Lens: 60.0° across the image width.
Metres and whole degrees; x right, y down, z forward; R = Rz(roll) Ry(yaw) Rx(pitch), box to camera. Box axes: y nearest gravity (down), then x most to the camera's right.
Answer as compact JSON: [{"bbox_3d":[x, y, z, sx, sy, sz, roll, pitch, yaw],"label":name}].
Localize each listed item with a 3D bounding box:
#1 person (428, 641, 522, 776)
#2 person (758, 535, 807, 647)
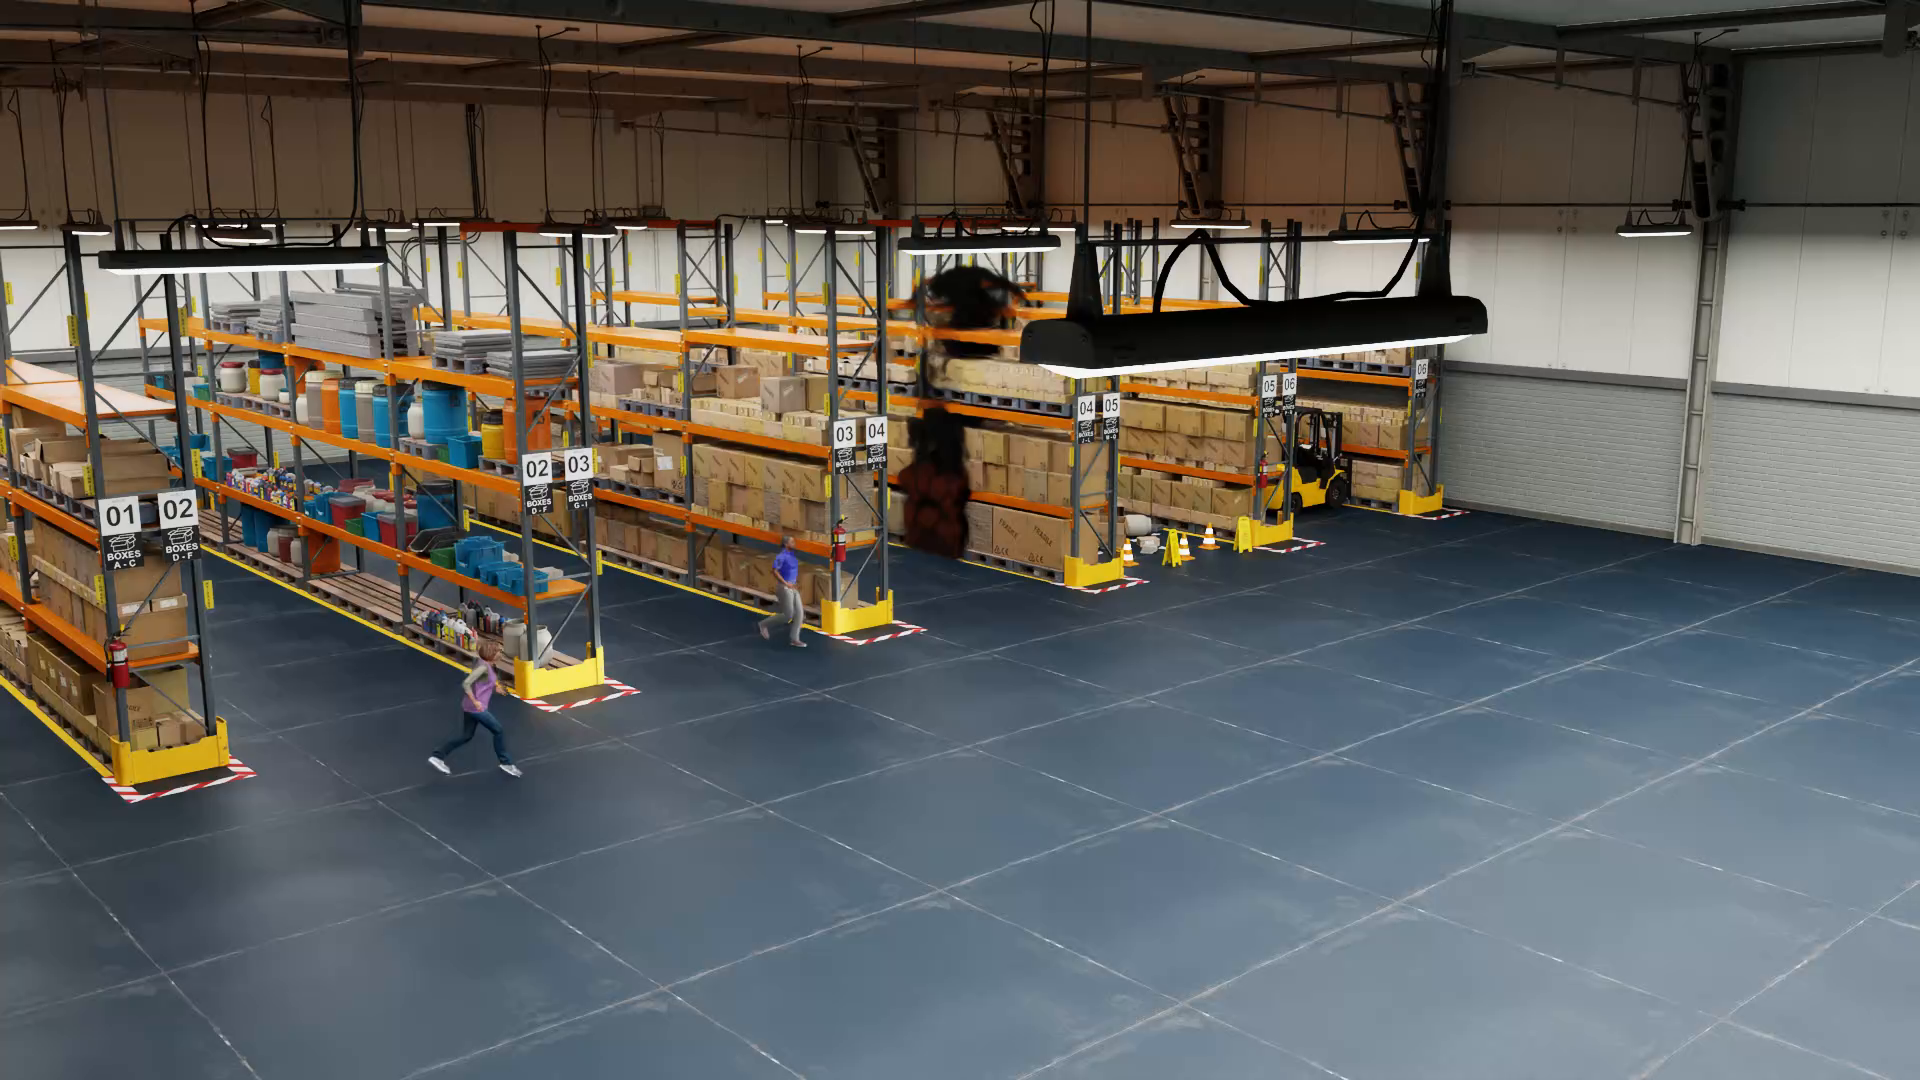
[{"bbox_3d":[-5.409,1.911,18.451,0.997,1.588,0.541,-4,12,-20],"label":"person"},{"bbox_3d":[-2.519,0.718,24.275,0.753,1.597,0.632,4,12,17],"label":"person"}]
